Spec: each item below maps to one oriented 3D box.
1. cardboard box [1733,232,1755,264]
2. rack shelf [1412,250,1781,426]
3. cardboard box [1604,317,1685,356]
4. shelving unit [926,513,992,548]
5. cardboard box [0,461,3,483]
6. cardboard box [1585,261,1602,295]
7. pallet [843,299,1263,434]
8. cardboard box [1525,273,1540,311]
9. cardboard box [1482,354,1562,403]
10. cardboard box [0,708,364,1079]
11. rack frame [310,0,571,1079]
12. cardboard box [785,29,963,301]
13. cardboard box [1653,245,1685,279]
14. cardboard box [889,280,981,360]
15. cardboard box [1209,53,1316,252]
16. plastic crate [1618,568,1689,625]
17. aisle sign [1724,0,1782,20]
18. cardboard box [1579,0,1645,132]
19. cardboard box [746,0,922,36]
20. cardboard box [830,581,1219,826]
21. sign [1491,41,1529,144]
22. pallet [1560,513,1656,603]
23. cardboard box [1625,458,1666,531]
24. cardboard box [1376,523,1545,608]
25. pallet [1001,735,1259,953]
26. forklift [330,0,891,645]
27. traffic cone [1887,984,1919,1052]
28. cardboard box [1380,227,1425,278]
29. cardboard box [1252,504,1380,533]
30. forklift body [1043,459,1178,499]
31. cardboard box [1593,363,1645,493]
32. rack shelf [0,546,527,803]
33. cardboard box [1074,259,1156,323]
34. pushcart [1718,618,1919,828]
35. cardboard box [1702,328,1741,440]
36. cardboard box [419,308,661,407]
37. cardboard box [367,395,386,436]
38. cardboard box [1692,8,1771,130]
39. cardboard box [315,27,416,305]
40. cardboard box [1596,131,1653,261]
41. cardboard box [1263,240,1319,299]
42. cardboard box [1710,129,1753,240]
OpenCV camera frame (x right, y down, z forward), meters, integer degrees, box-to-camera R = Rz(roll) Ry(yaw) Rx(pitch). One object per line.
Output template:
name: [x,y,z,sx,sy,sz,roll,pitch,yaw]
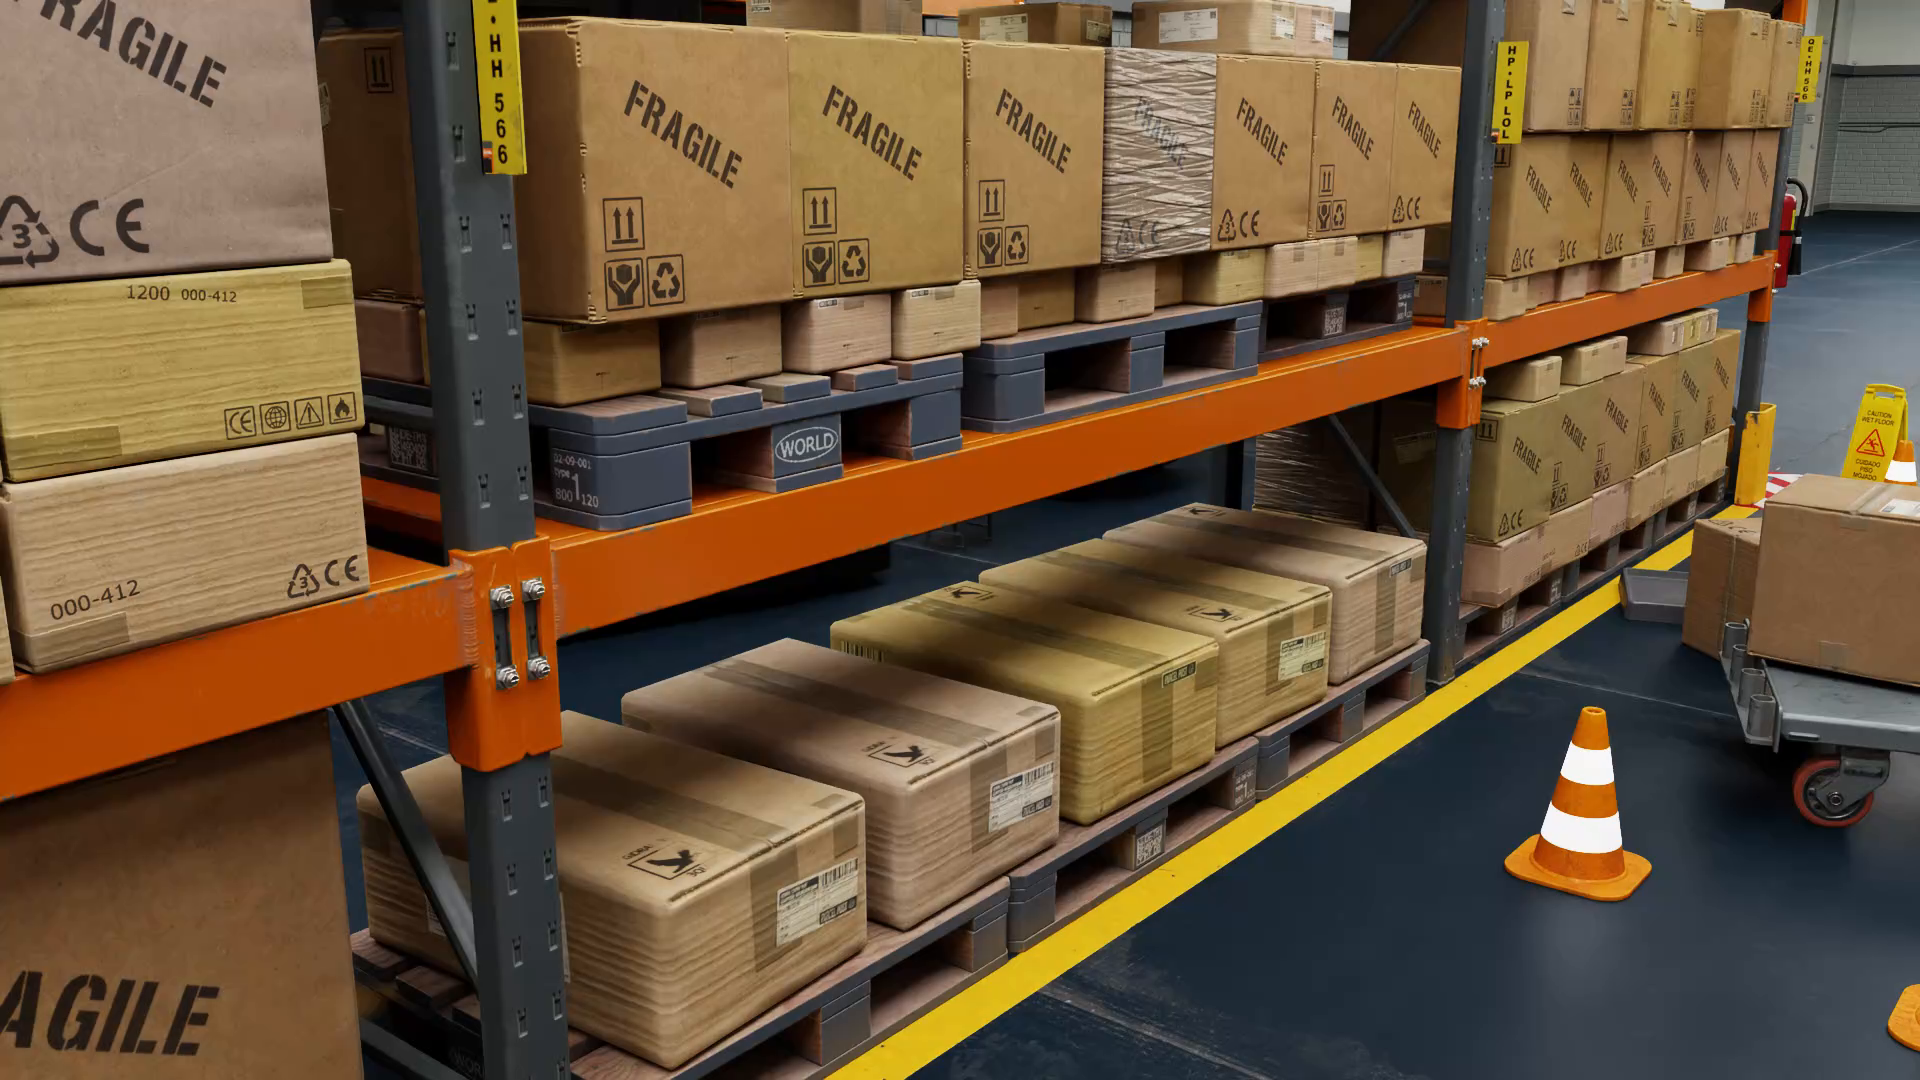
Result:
cardboard box: [3.760,-1.479,8.364,0.380,0.149,0.250,11,18,37]
rack shelf: [2.644,-1.040,7.585,1.077,0.370,4.000,11,18,38]
cardboard box: [3.095,-0.948,7.653,0.380,0.149,0.250,12,19,40]
shelving unit: [-0.005,-0.435,8.006,0.258,0.900,0.210,11,18,38]
cardboard box: [-1.553,-0.178,2.021,0.500,0.250,0.500,11,18,36]
cardboard box: [2.422,-1.104,6.887,0.380,0.149,0.250,11,18,37]
pallet: [0.086,-0.532,4.514,1.003,0.211,1.213,11,18,38]
cardboard box: [1.953,-0.951,6.283,0.380,0.149,0.250,12,19,39]
cardboard box: [2.093,-0.640,6.441,0.380,0.149,0.250,12,18,38]
cardboard box: [-1.625,0.706,2.713,0.875,0.875,0.875,11,18,37]
rack frame: [-1.127,-0.239,2.973,1.000,3.000,0.127,11,18,38]
cardboard box: [-0.342,-0.787,3.468,0.500,0.500,0.500,12,19,40]
cardboard box: [3.083,-1.289,7.616,0.380,0.149,0.250,11,18,37]
cardboard box: [-0.177,-0.498,3.650,0.380,0.149,0.250,11,18,38]
cardboard box: [0.636,-1.085,4.640,0.500,0.500,0.500,12,19,39]
plastic crate: [3.012,0.236,7.032,0.402,0.080,0.583,5,15,18]
aisle sign: [4.166,-2.998,8.554,0.394,0.787,0.004,11,18,38]
cardboard box: [2.171,-1.828,6.388,0.700,0.500,0.500,11,18,38]
cardboard box: [-0.318,-1.307,4.198,0.380,0.149,0.250,10,17,35]
cardboard box: [0.175,0.437,4.794,0.950,0.372,0.625,12,19,39]
sign: [1.821,-1.481,5.510,0.100,0.325,0.005,11,18,38]
pallet: [2.548,-0.023,7.783,1.003,0.211,1.213,11,18,38]
cardboard box: [2.946,-0.247,7.734,0.500,0.250,0.500,10,18,36]
cardboard box: [1.968,0.053,6.555,0.500,0.250,0.500,10,17,35]
pallet: [0.133,0.730,4.820,1.003,0.211,1.213,11,18,38]
forklift: [-1.813,-1.128,6.611,3.031,2.935,1.130,-9,17,-33]
traffic cone: [2.292,0.889,3.685,0.336,0.463,0.334,11,18,38]
cardboard box: [1.279,-0.946,5.412,0.380,0.149,0.250,12,18,38]
cardboard box: [1.550,-0.031,6.885,0.500,0.250,0.500,12,19,40]
forklift body: [0.265,-1.482,9.588,2.313,2.155,1.214,11,18,38]
cardboard box: [2.623,-0.514,7.264,0.500,0.500,0.500,12,19,40]
rack shelf: [-2.384,0.492,1.554,1.077,0.370,4.000,11,18,38]
cardboard box: [0.276,-0.657,4.273,0.380,0.149,0.250,12,19,39]
pushcart: [3.192,0.609,4.960,1.648,0.377,0.936,5,15,18]
cardboard box: [3.601,-0.812,8.435,0.500,0.500,0.500,11,18,38]
cardboard box: [-0.778,-0.355,3.084,0.380,0.149,0.250,10,17,34]
cardboard box: [-3.289,-0.576,8.269,0.875,0.625,0.625,11,18,37]
cardboard box: [3.186,-2.108,7.490,0.700,0.500,0.500,11,18,37]
cardboard box: [-1.057,-0.766,3.384,0.500,0.500,0.500,11,18,36]
cardboard box: [2.504,-1.433,6.864,0.500,0.500,0.500,11,18,37]
cardboard box: [0.808,-0.794,4.813,0.380,0.149,0.250,11,18,38]
cardboard box: [3.456,-1.722,8.003,0.500,0.500,0.500,11,18,38]
